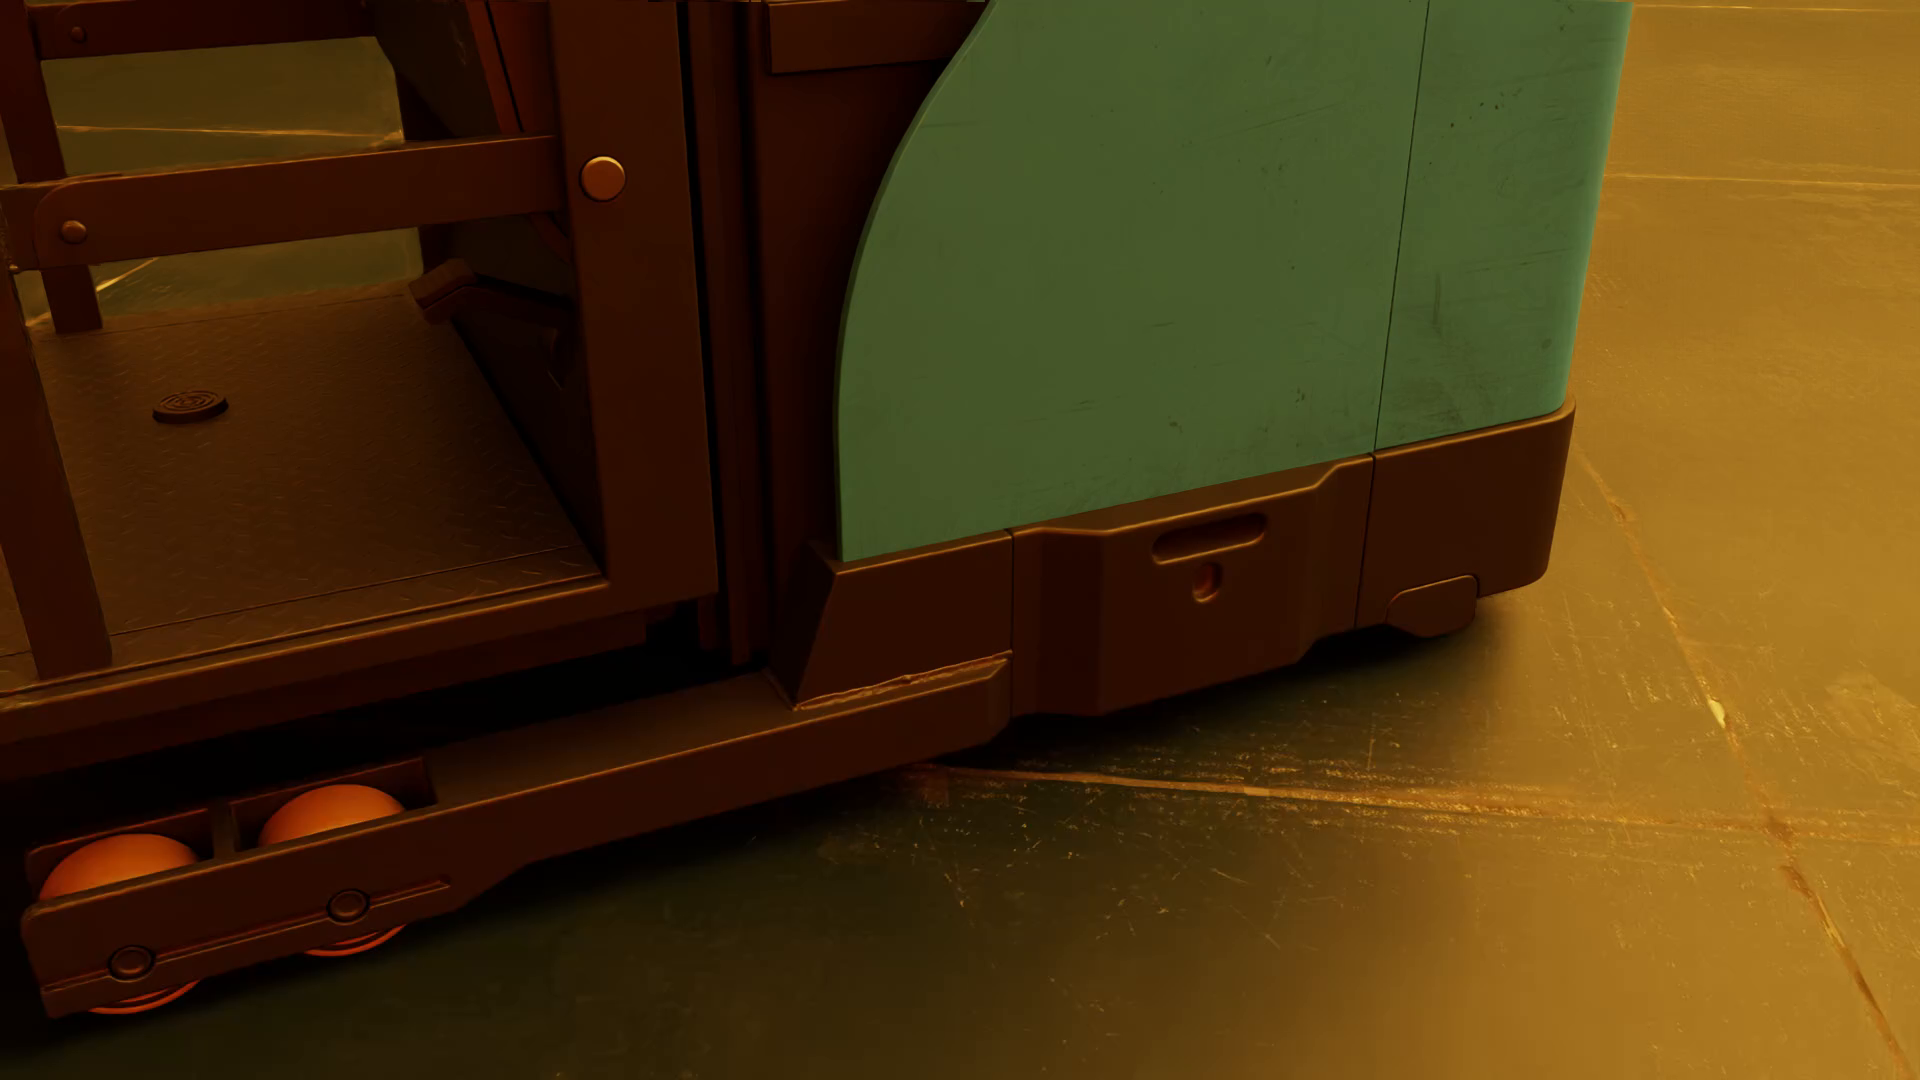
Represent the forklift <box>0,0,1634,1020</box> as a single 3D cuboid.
[{"bbox_3d":[-0.752,-1.128,1.478,3.031,2.935,1.130,-12,29,-22],"label":"forklift"}]
